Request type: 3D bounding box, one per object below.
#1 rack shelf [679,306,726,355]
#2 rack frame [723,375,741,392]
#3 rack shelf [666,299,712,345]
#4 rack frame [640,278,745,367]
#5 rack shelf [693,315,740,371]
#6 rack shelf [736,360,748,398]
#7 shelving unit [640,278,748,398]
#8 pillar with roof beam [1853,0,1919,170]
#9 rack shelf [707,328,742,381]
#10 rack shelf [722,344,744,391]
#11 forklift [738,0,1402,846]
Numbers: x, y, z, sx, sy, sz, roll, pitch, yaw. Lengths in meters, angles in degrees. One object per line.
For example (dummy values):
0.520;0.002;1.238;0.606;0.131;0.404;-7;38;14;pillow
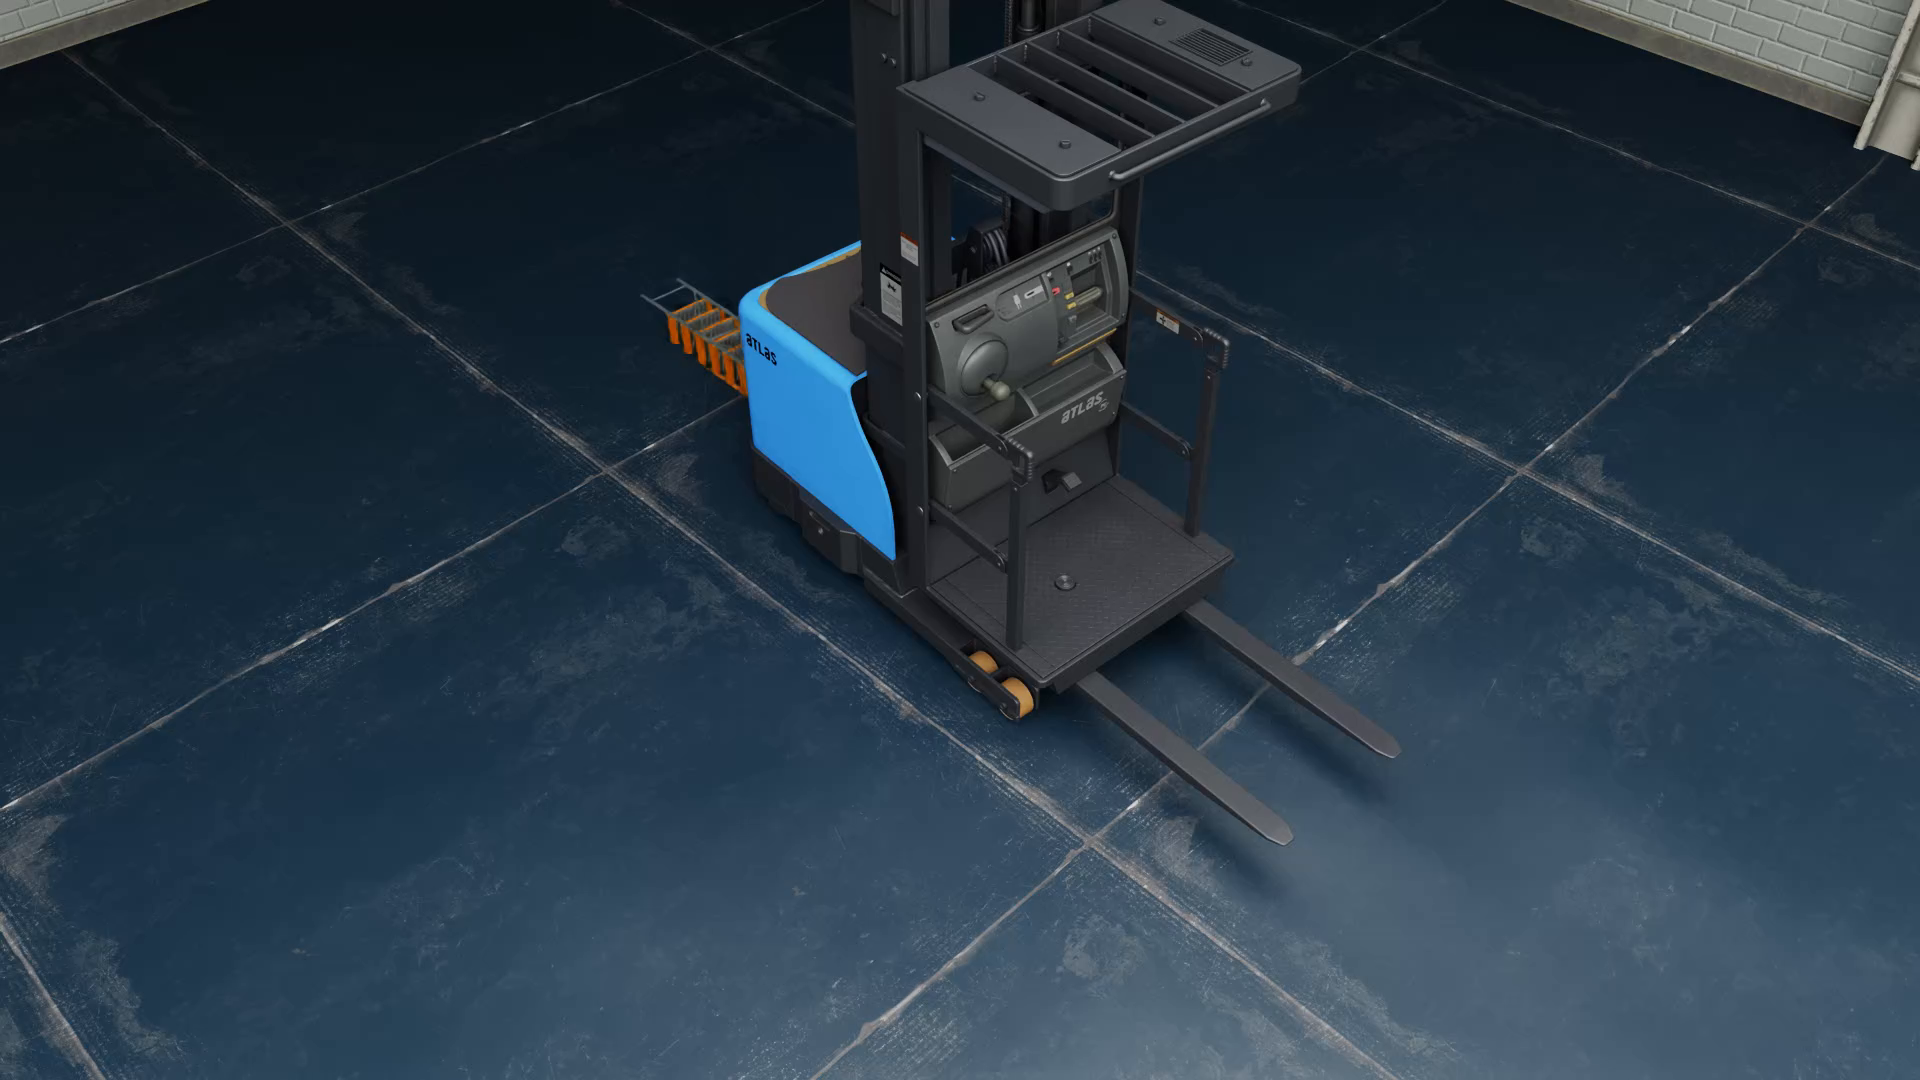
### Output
-1.273;-1.044;8.384;0.258;0.180;0.103;-31;48;-30;rack shelf
-1.139;-0.883;8.329;0.240;0.006;1.200;-31;48;-30;rack frame
-1.353;-1.100;8.454;0.258;0.180;0.103;-31;48;-30;rack shelf
-1.145;-1.023;8.211;0.240;0.006;1.200;-31;48;-30;rack frame
-1.192;-0.988;8.314;0.258;0.180;0.103;-31;48;-30;rack shelf
-0.952;-0.822;8.105;0.258;0.180;0.103;-31;48;-30;rack shelf
-1.142;-0.953;8.270;0.258;0.189;1.200;-31;48;-30;shelving unit
2.516;-3.563;4.593;9.100;9.000;0.400;-34;53;-31;pillar with roof beam
-1.112;-0.933;8.244;0.258;0.180;0.103;-31;48;-30;rack shelf
-1.032;-0.877;8.174;0.258;0.180;0.103;-31;48;-30;rack shelf
0.407;-0.757;6.027;1.130;2.935;3.031;-30;51;-29;forklift
